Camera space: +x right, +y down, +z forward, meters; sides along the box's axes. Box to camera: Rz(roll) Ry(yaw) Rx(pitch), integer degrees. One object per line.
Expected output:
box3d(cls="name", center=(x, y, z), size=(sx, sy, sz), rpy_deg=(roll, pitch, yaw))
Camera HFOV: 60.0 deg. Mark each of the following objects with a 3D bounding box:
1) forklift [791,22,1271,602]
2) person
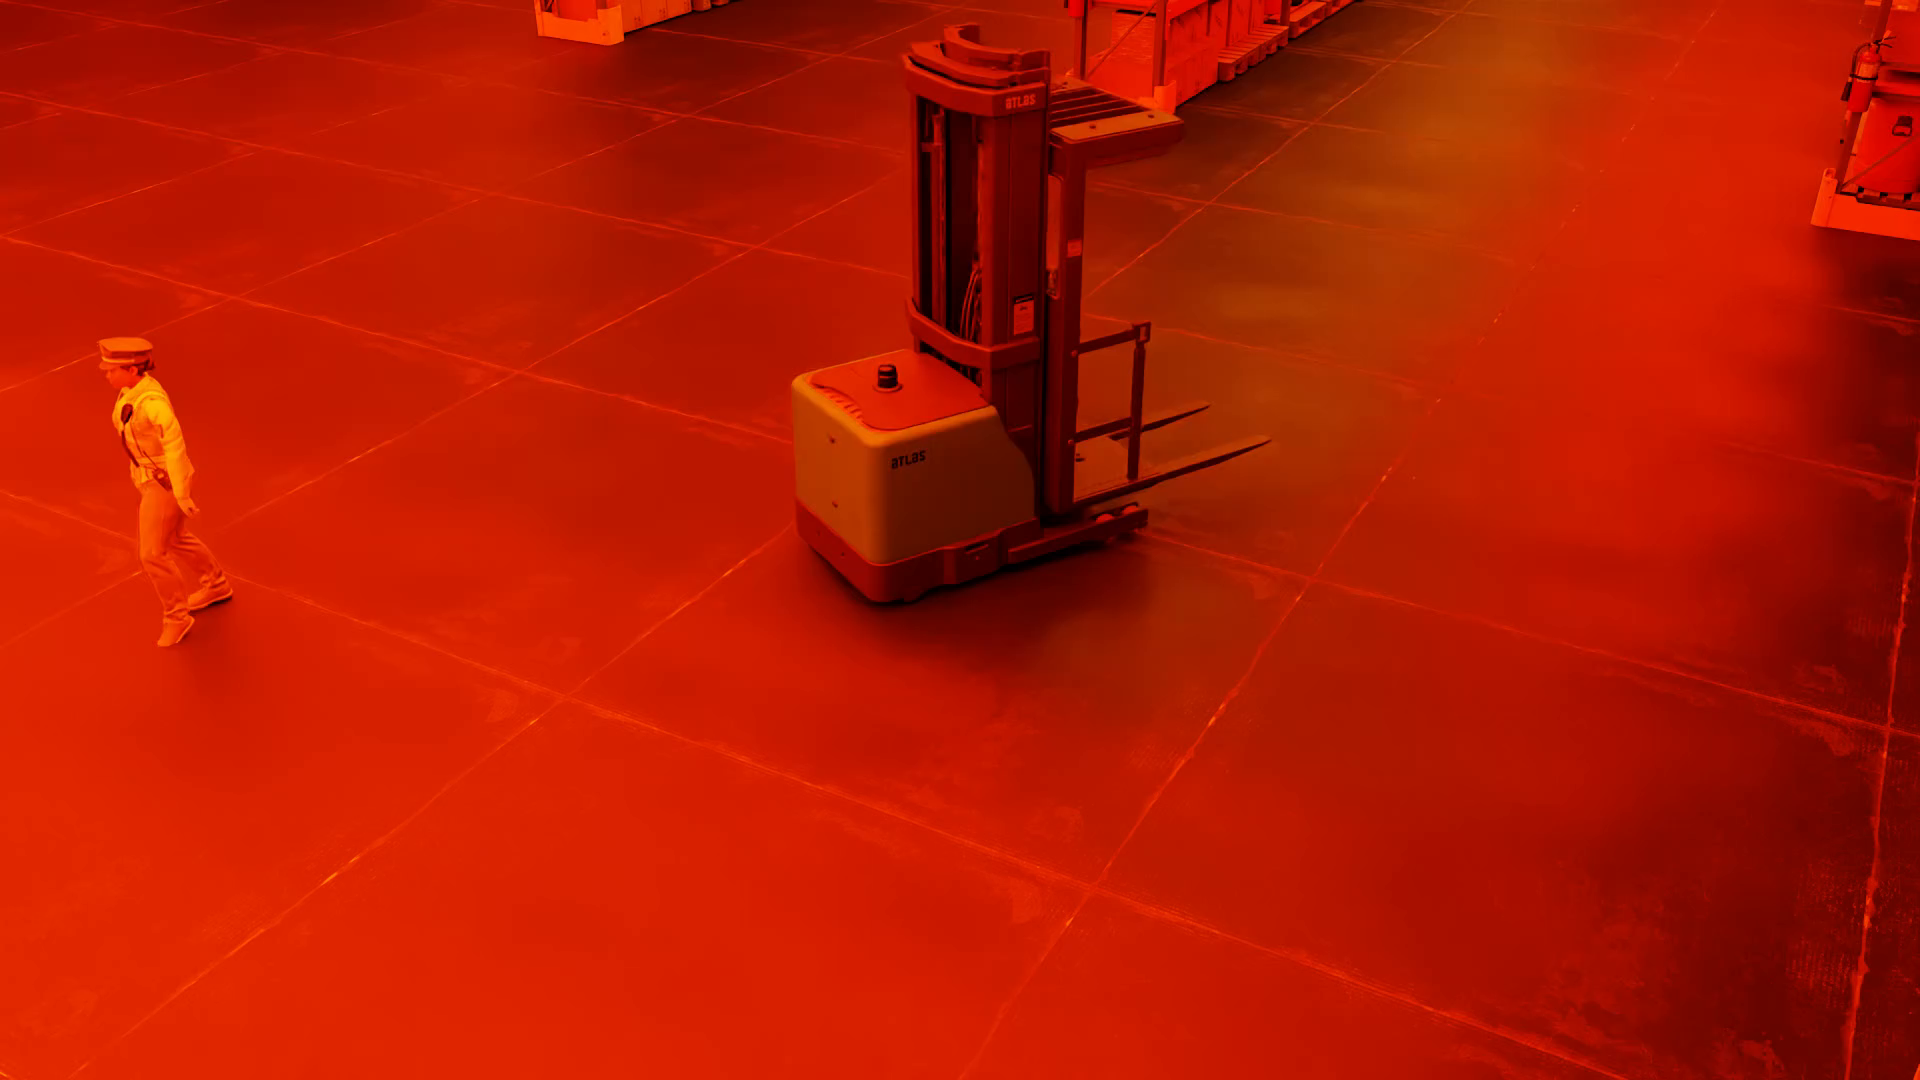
box3d(cls="forklift", center=(0.541, -1.463, 9.606), size=(3.031, 2.935, 1.130), rpy_deg=(-17, 34, -27))
box3d(cls="person", center=(-4.309, -0.275, 8.892), size=(0.519, 1.721, 0.582), rpy_deg=(-20, 35, -30))
